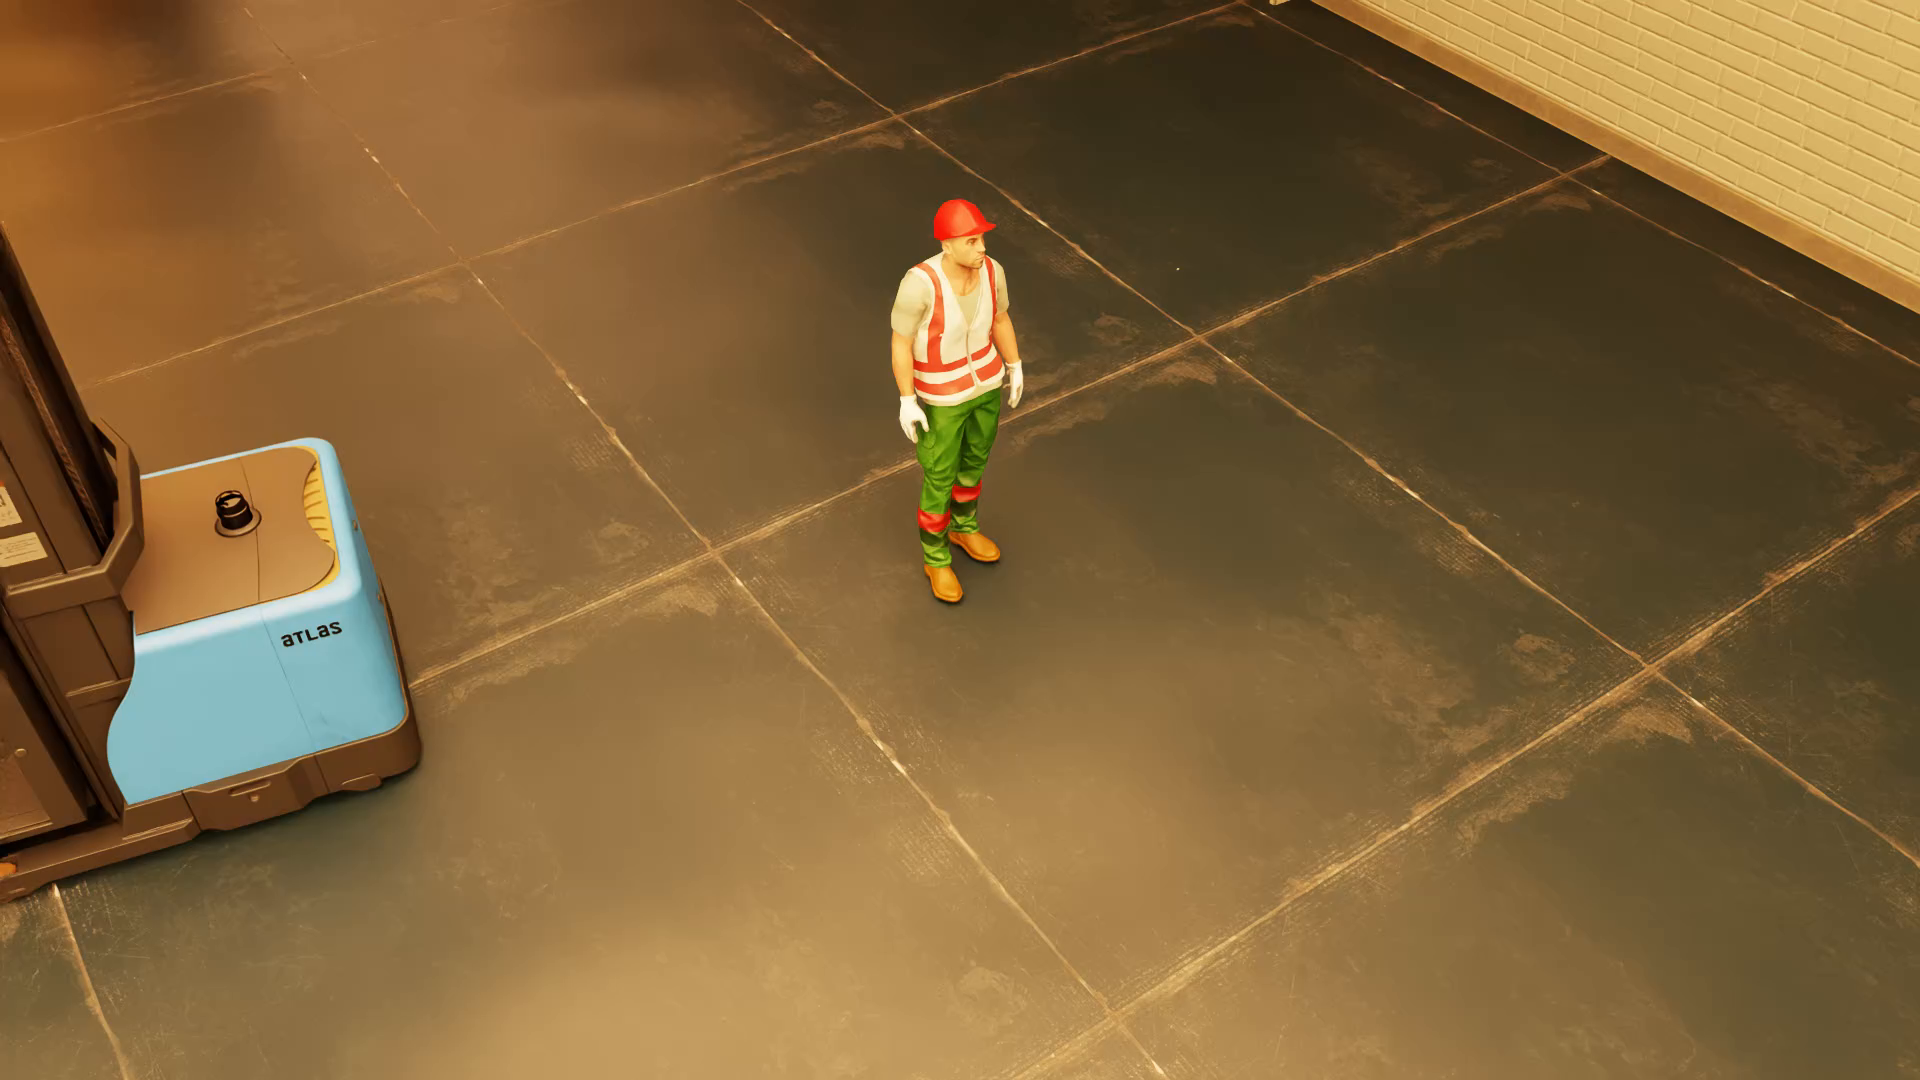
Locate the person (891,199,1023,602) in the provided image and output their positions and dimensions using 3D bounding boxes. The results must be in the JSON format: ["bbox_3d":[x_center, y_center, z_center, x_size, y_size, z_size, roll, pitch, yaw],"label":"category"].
[{"bbox_3d":[0.035,-0.614,7.214,0.637,1.787,0.564,-25,48,-25],"label":"person"}]

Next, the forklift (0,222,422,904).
[{"bbox_3d":[-3.776,-0.044,5.764,3.031,2.935,1.130,-16,45,-16],"label":"forklift"}]
